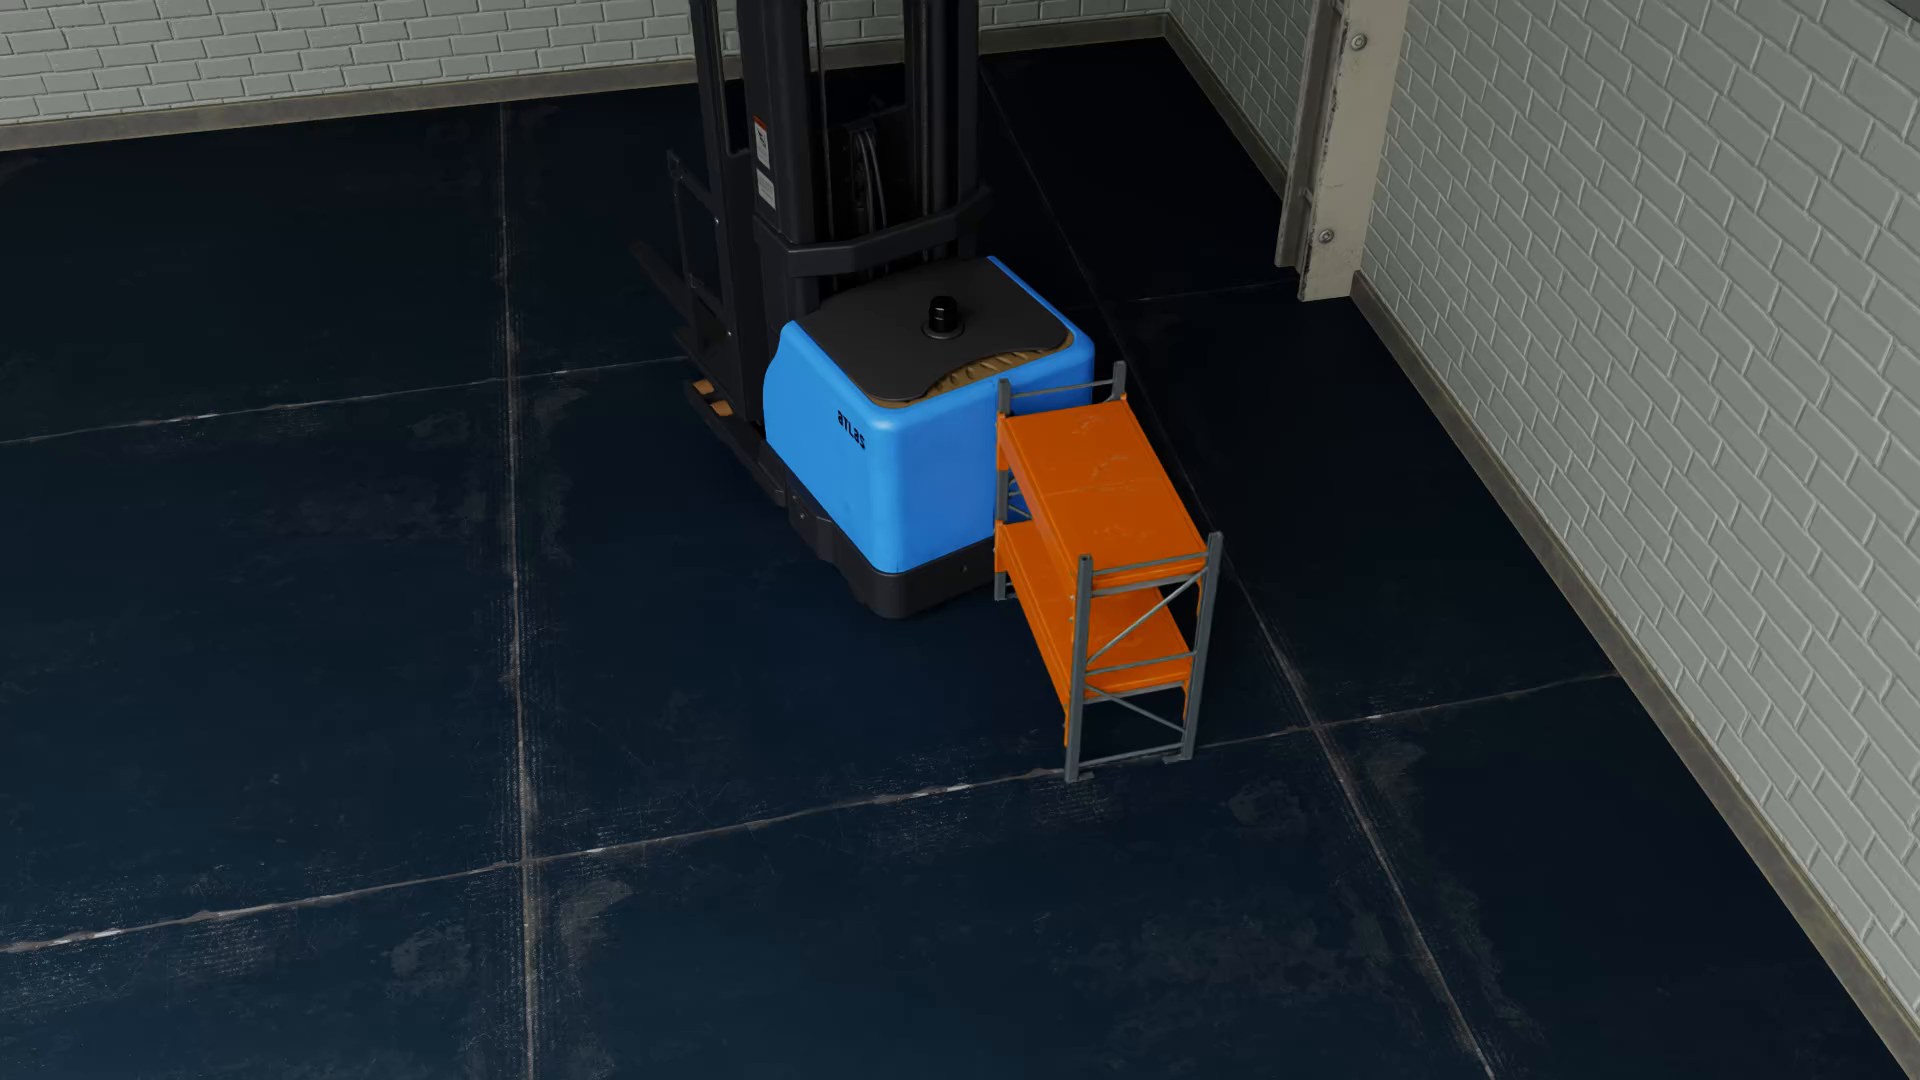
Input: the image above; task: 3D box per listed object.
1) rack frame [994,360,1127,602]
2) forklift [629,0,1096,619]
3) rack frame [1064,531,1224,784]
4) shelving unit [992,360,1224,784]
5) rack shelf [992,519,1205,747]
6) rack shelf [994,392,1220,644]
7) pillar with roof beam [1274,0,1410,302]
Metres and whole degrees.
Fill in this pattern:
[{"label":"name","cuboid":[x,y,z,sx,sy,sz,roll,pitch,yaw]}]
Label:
[{"label":"rack frame","cuboid":[0.388,-0.213,6.642,0.500,1.125,0.032,-10,42,-11]},{"label":"forklift","cuboid":[-0.648,-1.732,6.993,1.130,2.935,3.031,-22,46,-23]},{"label":"rack frame","cuboid":[0.638,0.442,5.905,0.500,1.125,0.032,-10,42,-11]},{"label":"shelving unit","cuboid":[0.513,0.114,6.274,0.538,1.125,1.048,-10,42,-11]},{"label":"rack shelf","cuboid":[0.513,0.297,6.436,0.538,0.278,1.000,-10,42,-11]},{"label":"rack shelf","cuboid":[0.513,-0.104,6.079,0.538,0.278,1.000,-10,42,-11]},{"label":"pillar with roof beam","cuboid":[-2.325,-4.138,5.133,9.100,9.000,0.400,-8,42,-9]}]
